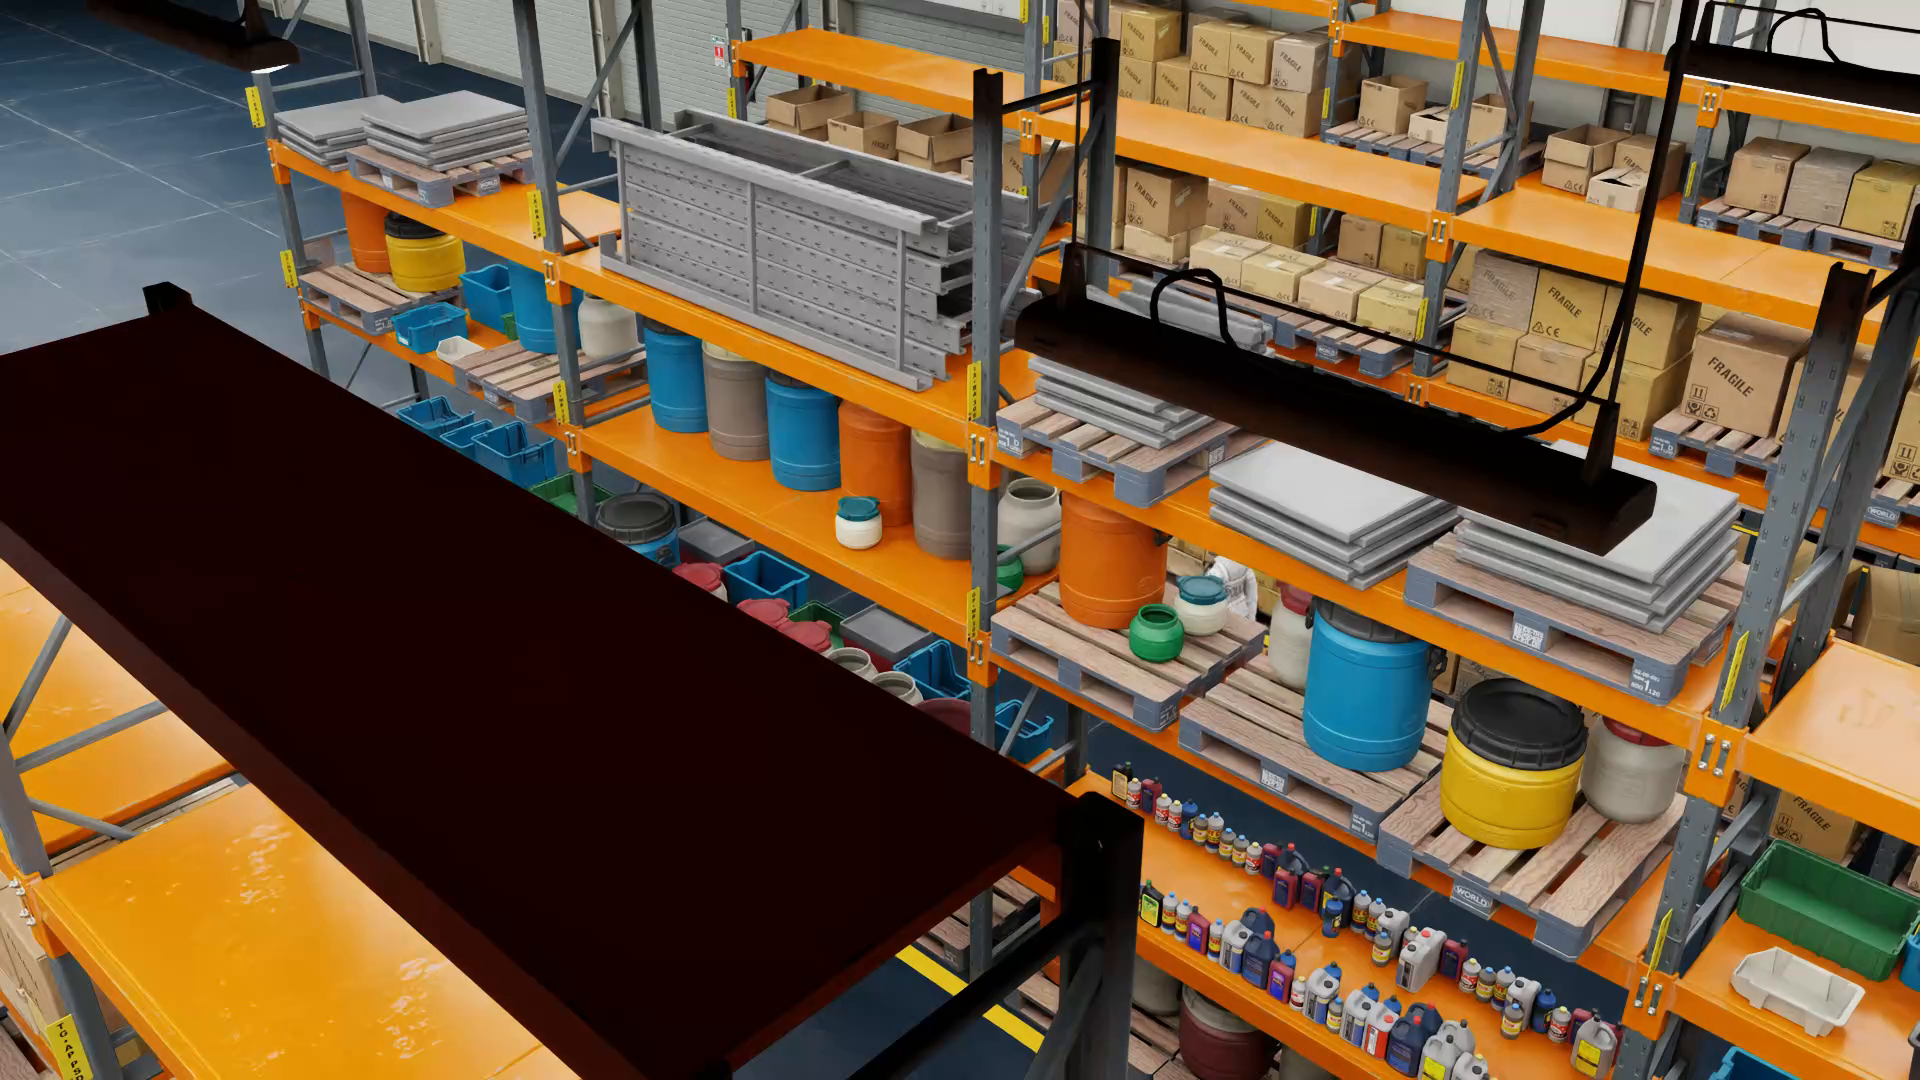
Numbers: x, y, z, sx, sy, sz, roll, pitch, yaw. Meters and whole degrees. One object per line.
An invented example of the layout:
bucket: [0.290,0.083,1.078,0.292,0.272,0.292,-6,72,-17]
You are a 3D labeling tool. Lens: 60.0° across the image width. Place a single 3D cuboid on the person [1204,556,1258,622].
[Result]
person: [2.043,0.552,13.130,1.035,1.547,0.520,26,38,38]
